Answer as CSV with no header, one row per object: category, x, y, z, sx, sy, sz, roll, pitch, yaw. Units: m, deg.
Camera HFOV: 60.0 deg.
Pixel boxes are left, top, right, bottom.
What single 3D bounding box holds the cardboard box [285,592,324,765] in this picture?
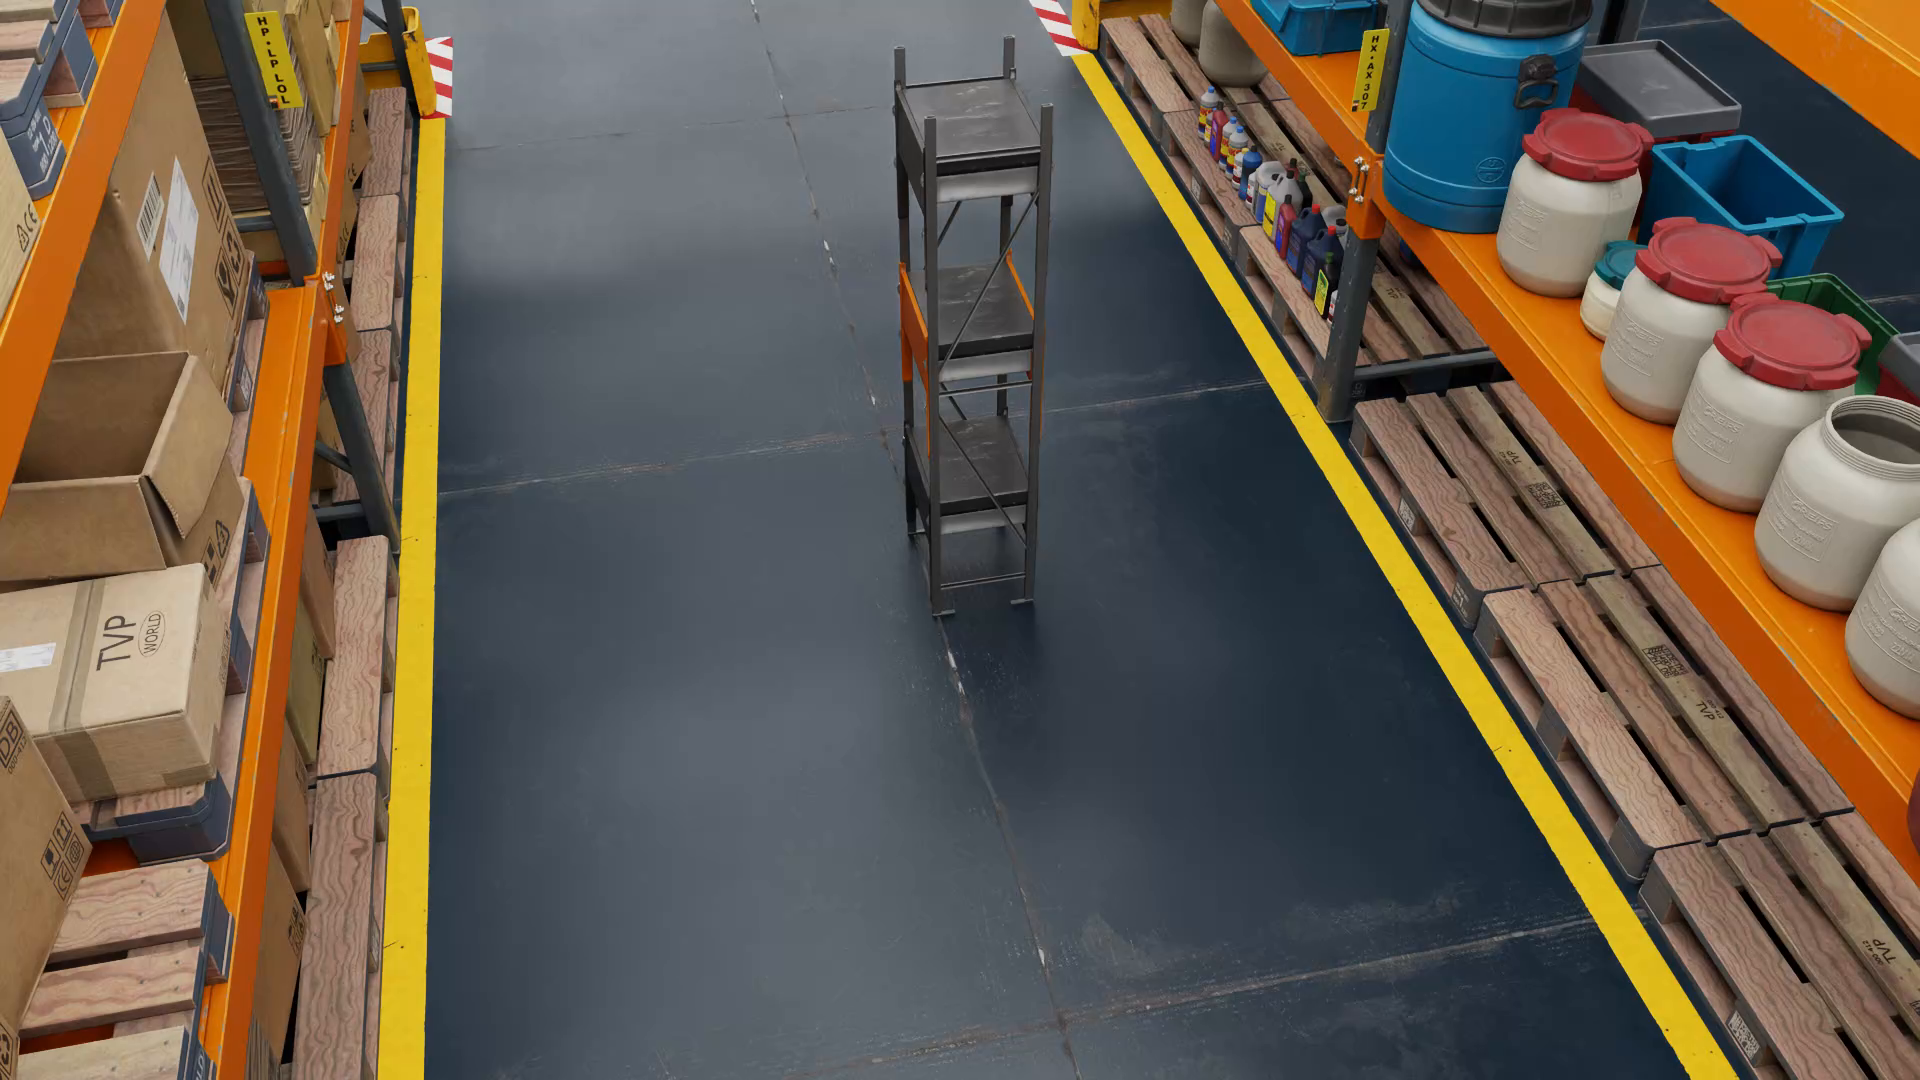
cardboard box,-2.553,0.455,5.529,0.700,0.500,0.500,-9,42,-10

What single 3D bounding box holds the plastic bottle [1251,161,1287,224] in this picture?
plastic bottle,1.524,-1.699,8.125,0.152,0.276,0.135,-8,42,-8

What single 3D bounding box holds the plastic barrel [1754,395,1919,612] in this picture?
plastic barrel,2.429,-0.096,4.514,0.421,0.512,0.421,0,42,0

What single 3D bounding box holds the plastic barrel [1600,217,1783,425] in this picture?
plastic barrel,2.238,-0.661,5.133,0.433,0.535,0.433,0,42,0

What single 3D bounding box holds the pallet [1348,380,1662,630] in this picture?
pallet,2.295,-0.191,6.806,1.003,0.211,1.213,-8,42,-9

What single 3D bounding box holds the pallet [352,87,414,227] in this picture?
pallet,-3.455,-1.997,8.841,1.003,0.211,1.213,-8,42,-9

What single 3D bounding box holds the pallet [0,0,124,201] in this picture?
pallet,-2.493,-0.992,3.490,1.213,0.211,1.003,-8,42,-9

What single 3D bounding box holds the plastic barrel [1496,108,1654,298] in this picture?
plastic barrel,2.080,-1.137,5.669,0.433,0.535,0.433,0,42,0

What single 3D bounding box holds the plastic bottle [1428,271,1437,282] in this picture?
plastic bottle,2.246,-1.346,7.721,0.061,0.283,0.133,-8,42,-9

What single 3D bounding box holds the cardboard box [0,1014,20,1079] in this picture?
cardboard box,-2.041,1.026,2.943,0.500,0.500,0.500,-13,43,-15

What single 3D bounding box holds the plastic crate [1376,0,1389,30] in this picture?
plastic crate,2.098,-2.072,6.871,0.767,0.338,0.504,-8,42,-9

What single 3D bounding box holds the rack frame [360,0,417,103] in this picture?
rack frame,-3.612,-3.621,8.569,1.000,3.000,0.127,-8,42,-9

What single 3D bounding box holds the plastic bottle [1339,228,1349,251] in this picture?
plastic bottle,1.808,-1.308,7.628,0.144,0.351,0.185,-8,42,-9

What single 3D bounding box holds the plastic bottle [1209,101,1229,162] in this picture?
plastic bottle,1.342,-2.110,8.582,0.061,0.283,0.133,-8,42,-9

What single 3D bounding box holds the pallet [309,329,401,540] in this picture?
pallet,-2.928,-0.415,7.059,1.003,0.211,1.213,-8,42,-9

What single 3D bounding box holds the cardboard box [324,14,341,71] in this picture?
cardboard box,-2.839,-2.087,7.031,0.380,0.149,0.250,-8,42,-9

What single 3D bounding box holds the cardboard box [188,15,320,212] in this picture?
cardboard box,-2.786,-1.477,5.855,0.875,0.500,0.500,-8,42,-9

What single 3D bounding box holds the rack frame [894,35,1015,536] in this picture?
rack frame,-0.017,-0.836,6.110,0.400,2.100,0.015,-8,42,-9

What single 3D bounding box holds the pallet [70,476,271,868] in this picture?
pallet,-2.353,0.359,4.230,1.003,0.211,1.213,-8,42,-9

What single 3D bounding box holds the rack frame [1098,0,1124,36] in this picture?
rack frame,1.224,-4.330,9.369,1.000,3.000,0.127,-8,42,-9

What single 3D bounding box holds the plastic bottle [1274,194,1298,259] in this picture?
plastic bottle,1.549,-1.486,7.880,0.061,0.283,0.133,-6,42,-6

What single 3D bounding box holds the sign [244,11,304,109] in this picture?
sign,-2.208,-1.543,5.356,0.100,0.325,0.005,-8,42,-9

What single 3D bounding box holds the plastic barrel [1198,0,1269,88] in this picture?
plastic barrel,1.549,-2.817,9.221,0.421,0.512,0.421,0,42,0

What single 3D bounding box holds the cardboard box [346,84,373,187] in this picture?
cardboard box,-3.331,-2.053,8.370,0.500,0.500,0.500,2,42,2

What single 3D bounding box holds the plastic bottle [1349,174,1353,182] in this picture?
plastic bottle,2.037,-1.911,8.420,0.097,0.201,0.097,0,42,0

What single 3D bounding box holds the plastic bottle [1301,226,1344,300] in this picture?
plastic bottle,1.667,-1.288,7.605,0.144,0.351,0.185,-9,42,-10

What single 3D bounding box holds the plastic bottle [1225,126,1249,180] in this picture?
plastic bottle,1.406,-1.968,8.431,0.097,0.271,0.097,0,42,0

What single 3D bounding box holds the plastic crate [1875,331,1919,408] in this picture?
plastic crate,2.901,-0.260,4.735,0.402,0.464,0.583,-8,42,-9

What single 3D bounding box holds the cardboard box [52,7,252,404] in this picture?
cardboard box,-2.714,-0.874,4.707,1.000,1.000,1.000,-8,42,-9

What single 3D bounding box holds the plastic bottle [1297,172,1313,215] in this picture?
plastic bottle,1.650,-1.628,8.039,0.061,0.283,0.133,-8,42,-9

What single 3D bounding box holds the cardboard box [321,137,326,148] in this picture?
cardboard box,-2.687,-1.599,6.481,0.380,0.149,0.250,-8,42,-9

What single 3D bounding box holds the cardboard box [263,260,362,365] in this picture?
cardboard box,-2.927,-0.885,7.054,0.500,0.500,0.500,4,42,4

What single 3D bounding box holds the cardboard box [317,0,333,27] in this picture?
cardboard box,-3.133,-2.446,6.947,0.875,0.500,0.500,-8,42,-9

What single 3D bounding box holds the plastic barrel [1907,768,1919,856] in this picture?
plastic barrel,2.555,0.547,3.772,0.600,0.536,0.708,-8,42,-9

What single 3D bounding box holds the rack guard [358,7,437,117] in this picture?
rack guard,-3.596,-2.637,9.344,1.175,0.500,0.348,-8,42,-9

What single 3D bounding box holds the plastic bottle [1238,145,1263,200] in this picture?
plastic bottle,1.450,-1.836,8.283,0.097,0.271,0.097,0,42,0

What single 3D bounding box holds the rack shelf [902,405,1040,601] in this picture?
rack shelf,0.036,-0.144,6.406,0.431,0.518,0.480,-8,42,-9

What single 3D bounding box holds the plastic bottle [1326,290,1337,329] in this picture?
plastic bottle,1.705,-1.046,7.446,0.097,0.201,0.097,0,42,0

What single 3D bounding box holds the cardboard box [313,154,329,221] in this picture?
cardboard box,-2.543,-1.280,6.122,0.380,0.149,0.250,-8,42,-9

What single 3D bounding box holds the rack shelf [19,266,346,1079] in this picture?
rack shelf,-2.317,0.538,4.427,1.077,0.370,4.000,-8,42,-9

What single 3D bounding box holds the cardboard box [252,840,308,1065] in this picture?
cardboard box,-2.311,1.180,4.713,0.700,0.500,0.500,-5,42,-6

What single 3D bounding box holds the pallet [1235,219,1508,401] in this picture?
pallet,1.983,-1.136,7.871,1.003,0.211,1.213,-8,42,-9

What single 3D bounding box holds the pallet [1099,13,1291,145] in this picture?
pallet,1.456,-2.718,9.653,1.003,0.211,1.213,-8,42,-9

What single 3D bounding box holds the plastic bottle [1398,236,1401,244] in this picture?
plastic bottle,2.169,-1.541,7.950,0.097,0.271,0.097,0,42,0

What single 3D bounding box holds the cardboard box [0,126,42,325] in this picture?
cardboard box,-1.969,-0.507,2.915,0.500,0.250,0.500,-7,42,-8

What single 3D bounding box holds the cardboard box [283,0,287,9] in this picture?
cardboard box,-2.707,-2.202,5.919,0.500,0.500,0.500,-8,42,-9

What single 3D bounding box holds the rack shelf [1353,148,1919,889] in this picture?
rack shelf,2.519,-0.172,5.226,1.077,0.370,4.000,-8,42,-9

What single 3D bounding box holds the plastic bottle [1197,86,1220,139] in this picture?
plastic bottle,1.311,-2.255,8.754,0.097,0.271,0.097,0,42,0

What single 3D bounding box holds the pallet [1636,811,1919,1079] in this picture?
pallet,2.821,1.390,5.025,1.003,0.211,1.213,-8,42,-9

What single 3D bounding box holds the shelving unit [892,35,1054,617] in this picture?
shelving unit,0.036,-0.678,5.932,0.431,2.100,0.503,-8,42,-9

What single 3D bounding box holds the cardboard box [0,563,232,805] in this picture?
cardboard box,-2.023,0.345,3.899,0.500,0.250,0.500,-9,42,-10

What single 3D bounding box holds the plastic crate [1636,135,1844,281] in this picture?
plastic crate,2.629,-1.061,5.698,0.392,0.384,0.575,-8,42,-9
